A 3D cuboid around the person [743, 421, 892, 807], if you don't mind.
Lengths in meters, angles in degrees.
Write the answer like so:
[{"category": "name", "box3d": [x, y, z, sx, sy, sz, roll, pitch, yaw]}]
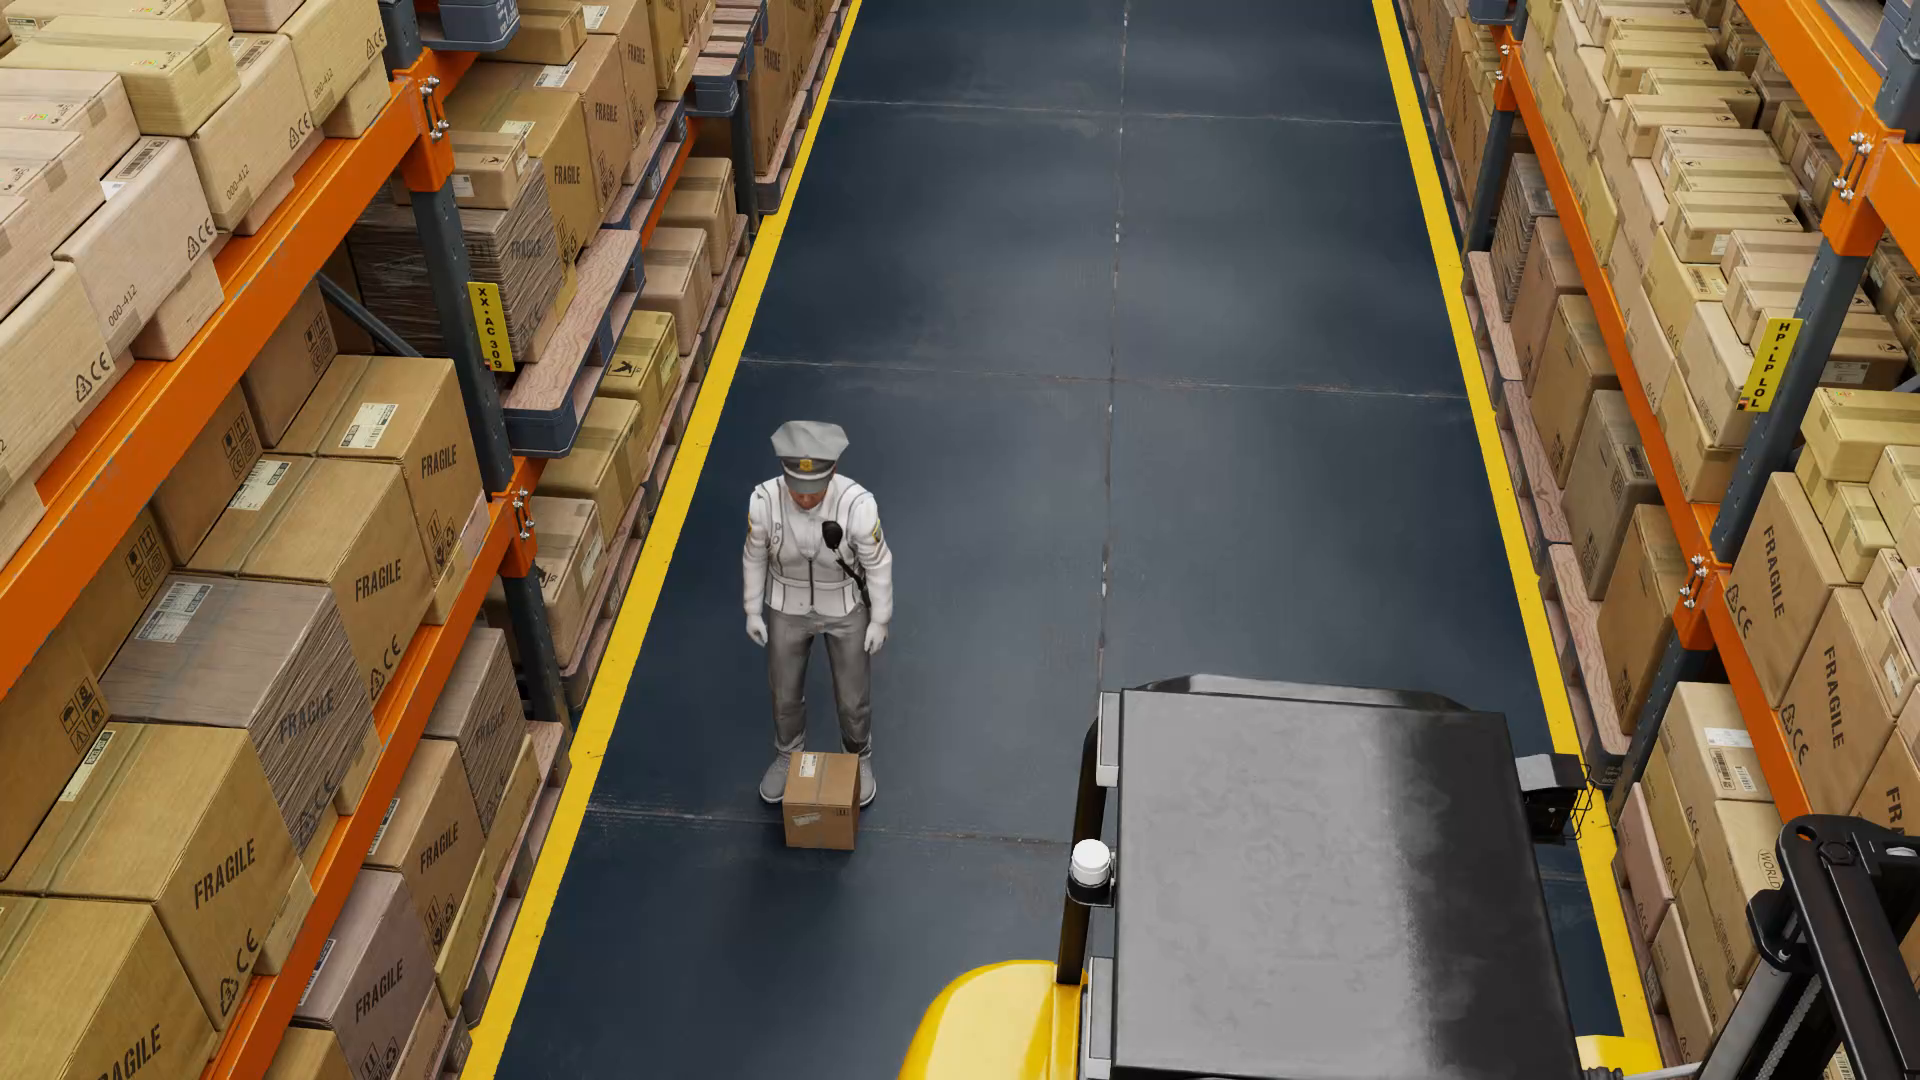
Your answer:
[{"category": "person", "box3d": [-0.498, 0.263, 5.845, 0.525, 1.662, 0.374, 3, 40, 3]}]
